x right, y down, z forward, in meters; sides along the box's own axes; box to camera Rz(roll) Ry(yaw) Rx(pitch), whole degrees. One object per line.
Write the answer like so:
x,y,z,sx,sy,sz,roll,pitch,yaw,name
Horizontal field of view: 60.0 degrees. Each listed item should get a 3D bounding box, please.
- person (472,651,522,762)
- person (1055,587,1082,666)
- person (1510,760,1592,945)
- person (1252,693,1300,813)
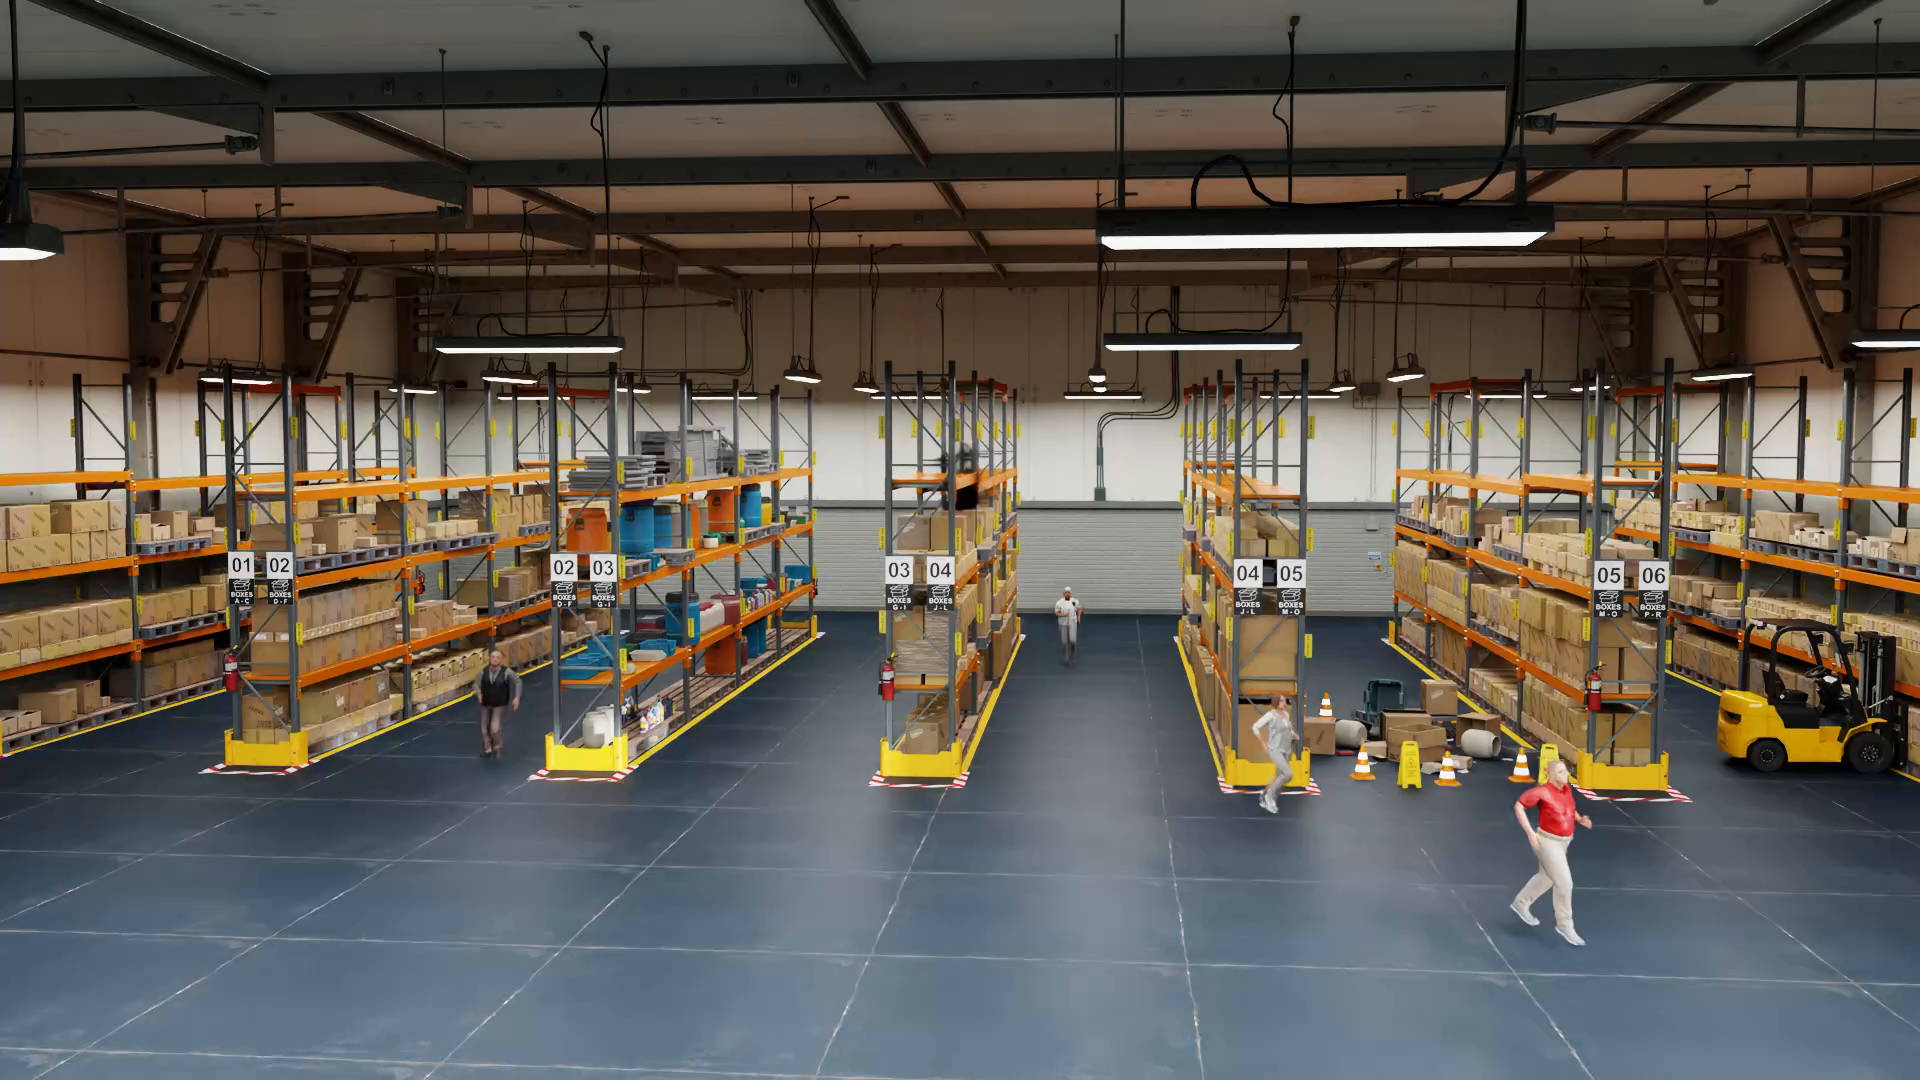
-7.005,2.510,25.089,0.714,1.684,0.621,0,4,0,person
2.309,1.842,35.530,0.572,1.683,0.679,0,4,6,person
5.868,3.061,16.529,0.852,1.768,0.650,4,5,44,person
4.158,2.774,21.668,0.509,1.566,0.637,-3,5,-42,person
